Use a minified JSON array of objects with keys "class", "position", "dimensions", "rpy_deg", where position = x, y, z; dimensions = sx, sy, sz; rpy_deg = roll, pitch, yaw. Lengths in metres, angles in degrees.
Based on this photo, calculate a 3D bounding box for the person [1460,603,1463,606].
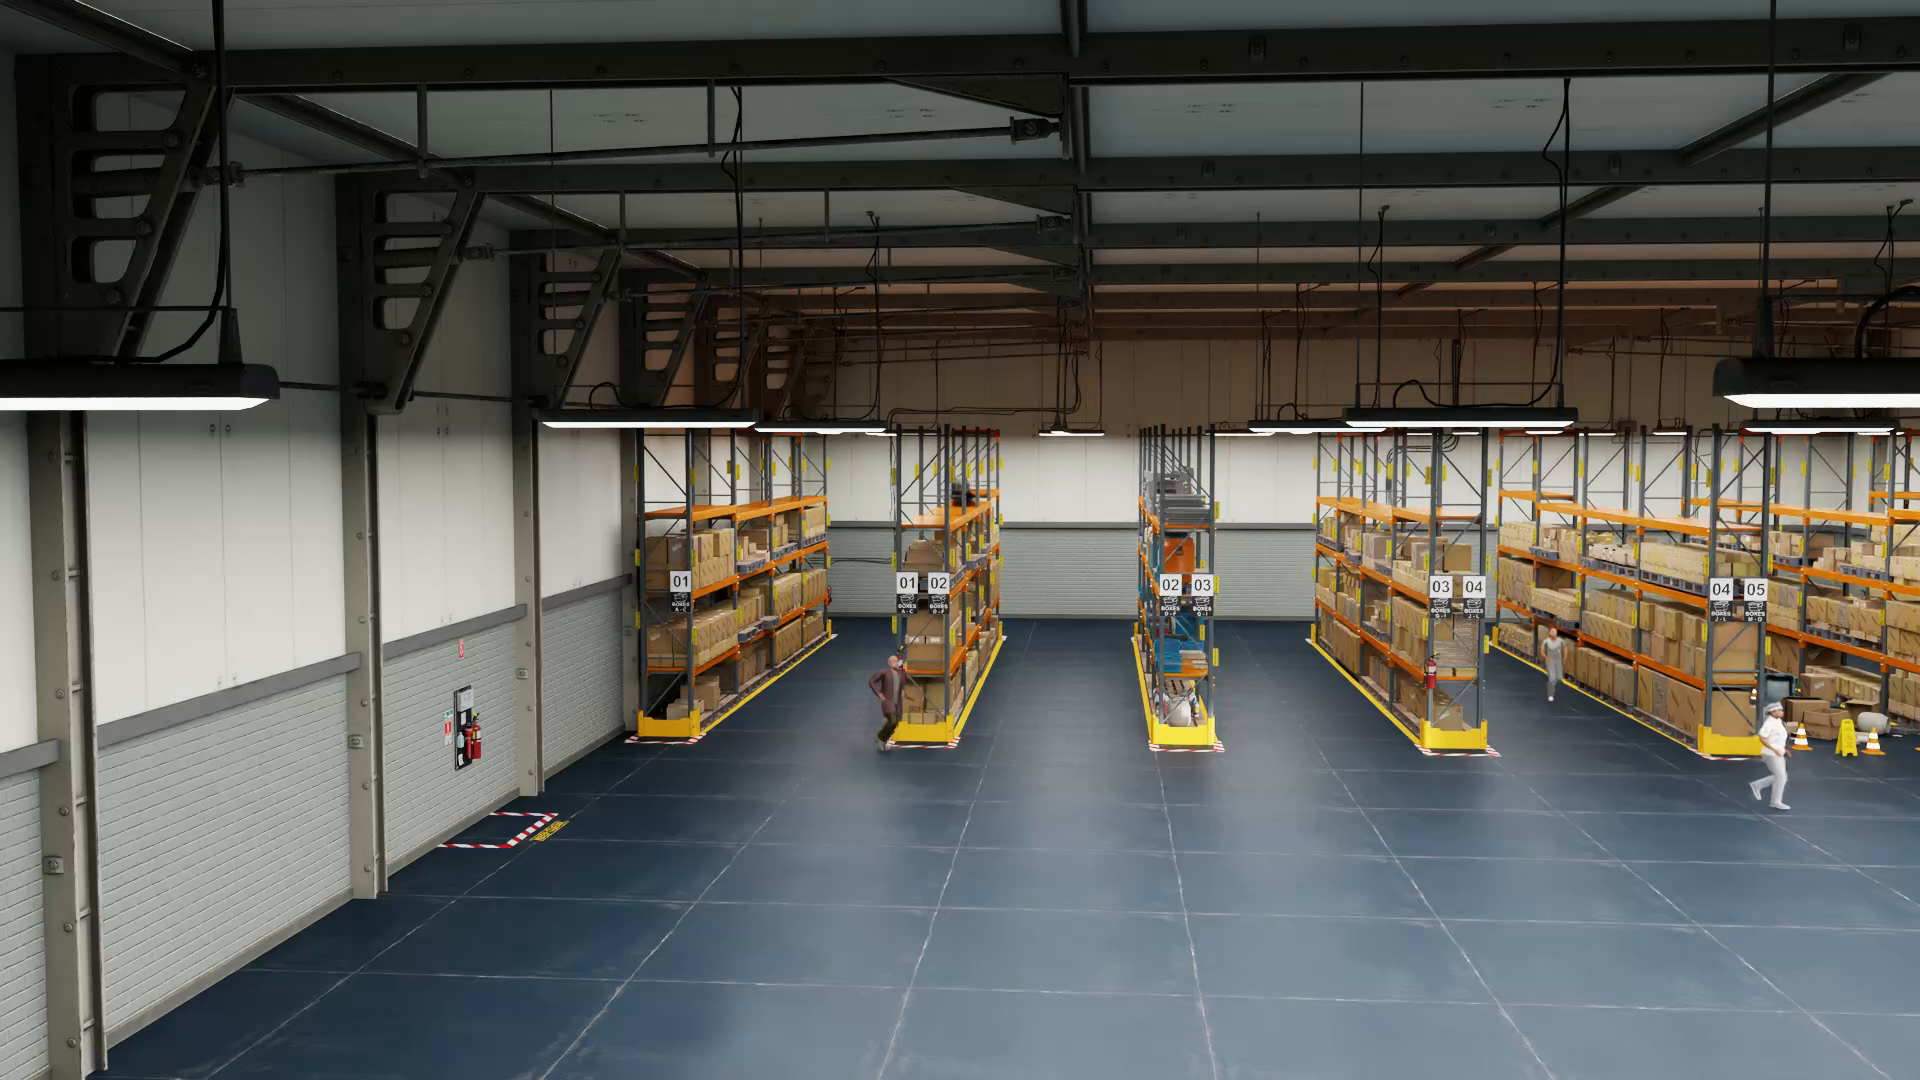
[{"class":"person","position":[13.652,2.083,46.235],"dimensions":[0.615,1.725,0.685],"rpy_deg":[2,4,34]}]

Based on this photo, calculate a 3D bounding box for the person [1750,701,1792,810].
[{"class":"person","position":[12.558,3.319,25.796],"dimensions":[0.628,1.670,0.600],"rpy_deg":[3,5,44]}]

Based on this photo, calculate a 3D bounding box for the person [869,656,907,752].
[{"class":"person","position":[-1.258,2.996,30.468],"dimensions":[0.738,1.750,0.611],"rpy_deg":[-3,4,-39]}]

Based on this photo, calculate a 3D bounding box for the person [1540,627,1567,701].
[{"class":"person","position":[13.000,2.702,36.406],"dimensions":[0.584,1.631,0.632],"rpy_deg":[0,3,7]}]
